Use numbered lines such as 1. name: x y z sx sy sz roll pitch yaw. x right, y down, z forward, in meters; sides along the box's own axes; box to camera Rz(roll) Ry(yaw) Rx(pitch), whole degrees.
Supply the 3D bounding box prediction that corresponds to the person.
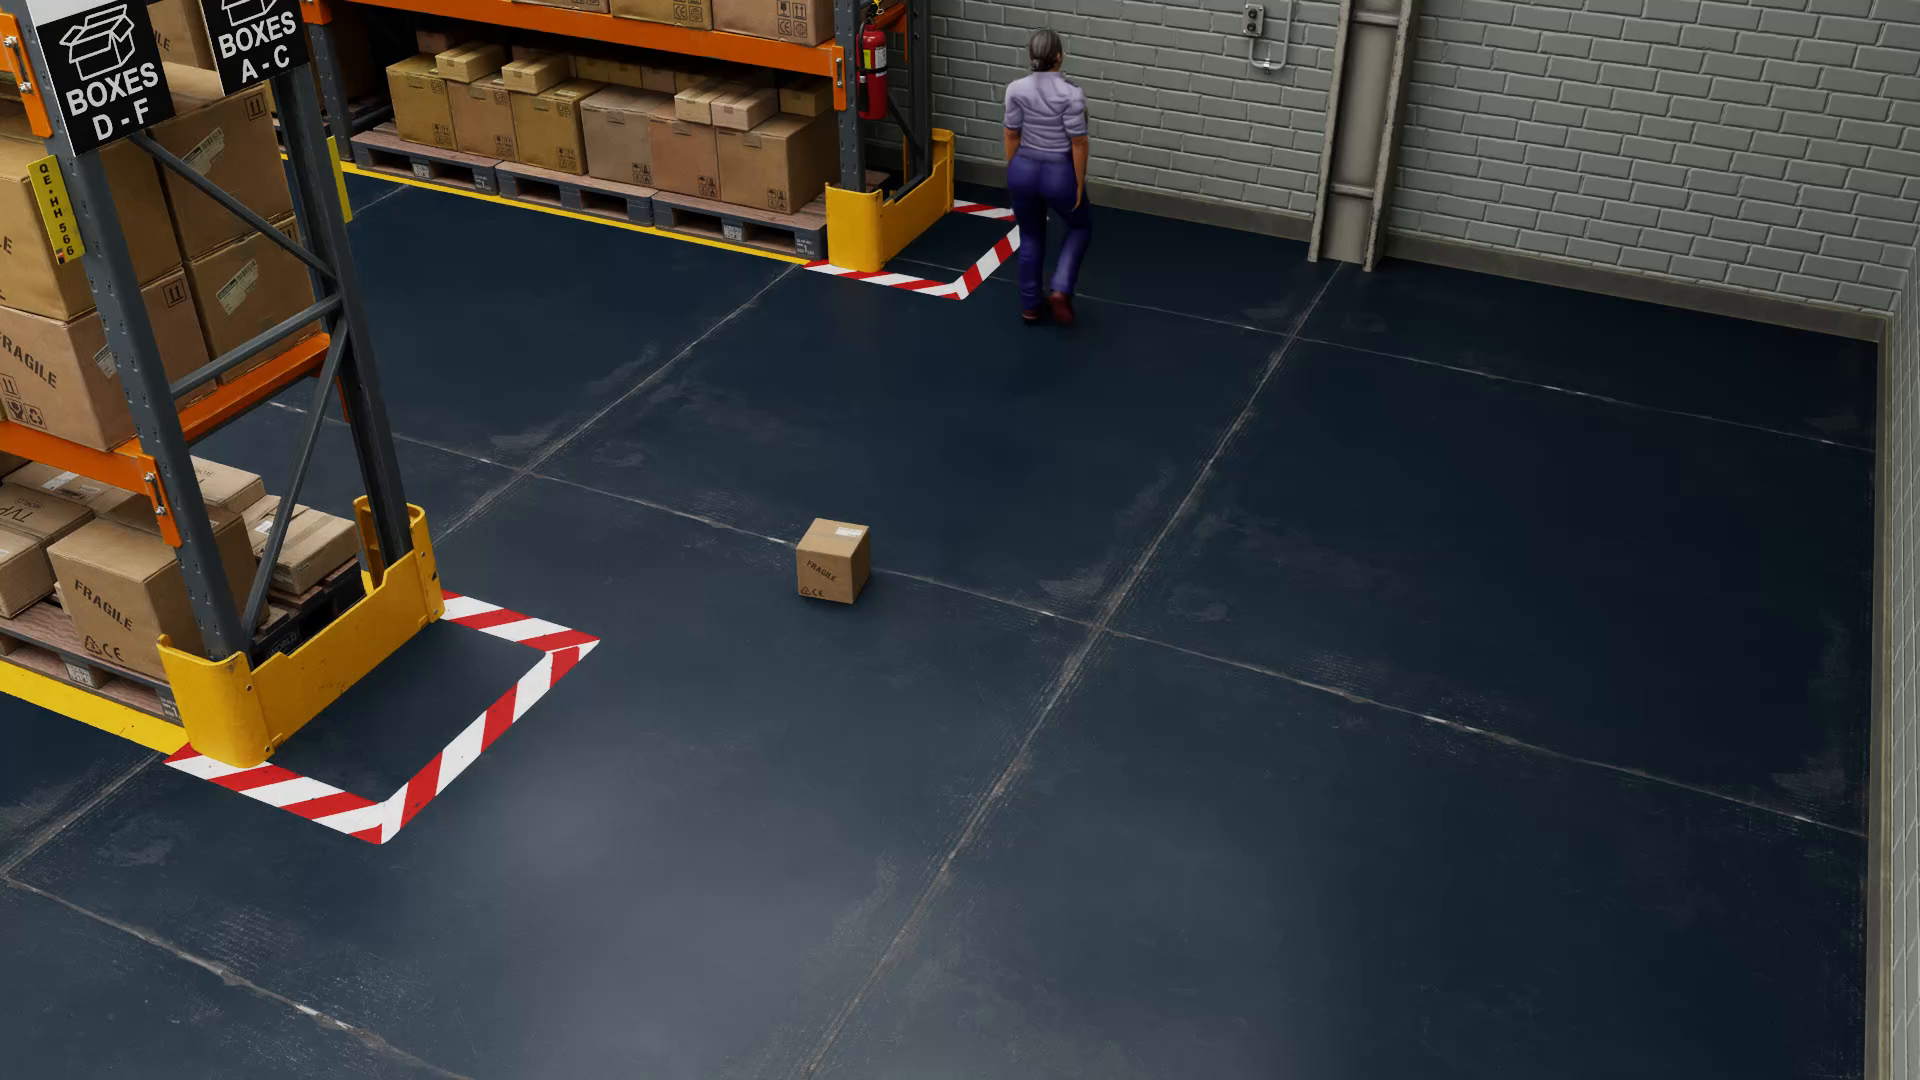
1. person: 0.474 -1.959 9.038 0.475 1.647 0.458 9 35 13
